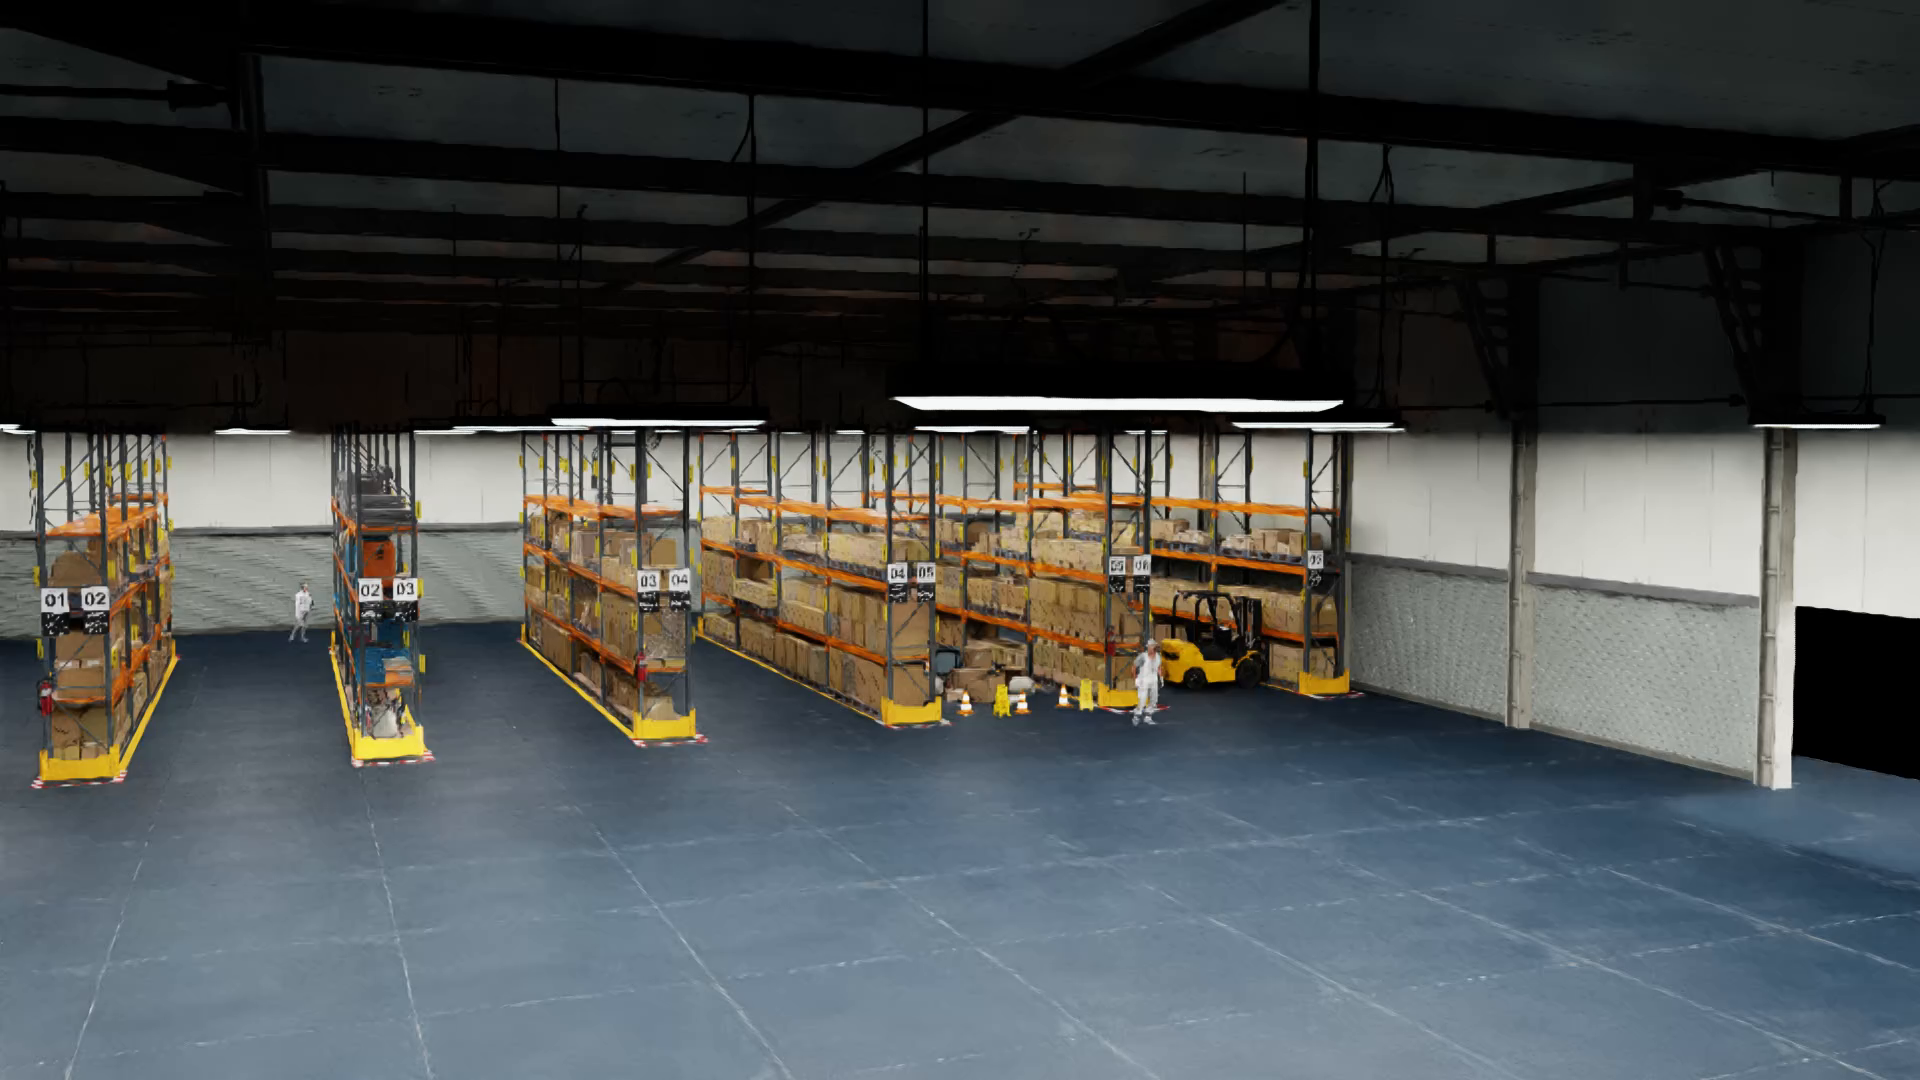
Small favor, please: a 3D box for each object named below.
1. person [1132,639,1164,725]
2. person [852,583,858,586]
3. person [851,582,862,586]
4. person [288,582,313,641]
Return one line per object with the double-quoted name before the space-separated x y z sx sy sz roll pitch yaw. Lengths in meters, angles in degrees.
"person" 3.719 2.807 32.863 0.677 1.741 0.552 -2 4 -24
"person" -2.951 2.012 46.150 0.677 1.674 0.534 -2 4 -24
"person" -3.137 1.637 51.921 0.626 1.668 0.448 3 4 37
"person" -18.361 2.002 46.270 0.497 1.660 0.639 2 4 27
